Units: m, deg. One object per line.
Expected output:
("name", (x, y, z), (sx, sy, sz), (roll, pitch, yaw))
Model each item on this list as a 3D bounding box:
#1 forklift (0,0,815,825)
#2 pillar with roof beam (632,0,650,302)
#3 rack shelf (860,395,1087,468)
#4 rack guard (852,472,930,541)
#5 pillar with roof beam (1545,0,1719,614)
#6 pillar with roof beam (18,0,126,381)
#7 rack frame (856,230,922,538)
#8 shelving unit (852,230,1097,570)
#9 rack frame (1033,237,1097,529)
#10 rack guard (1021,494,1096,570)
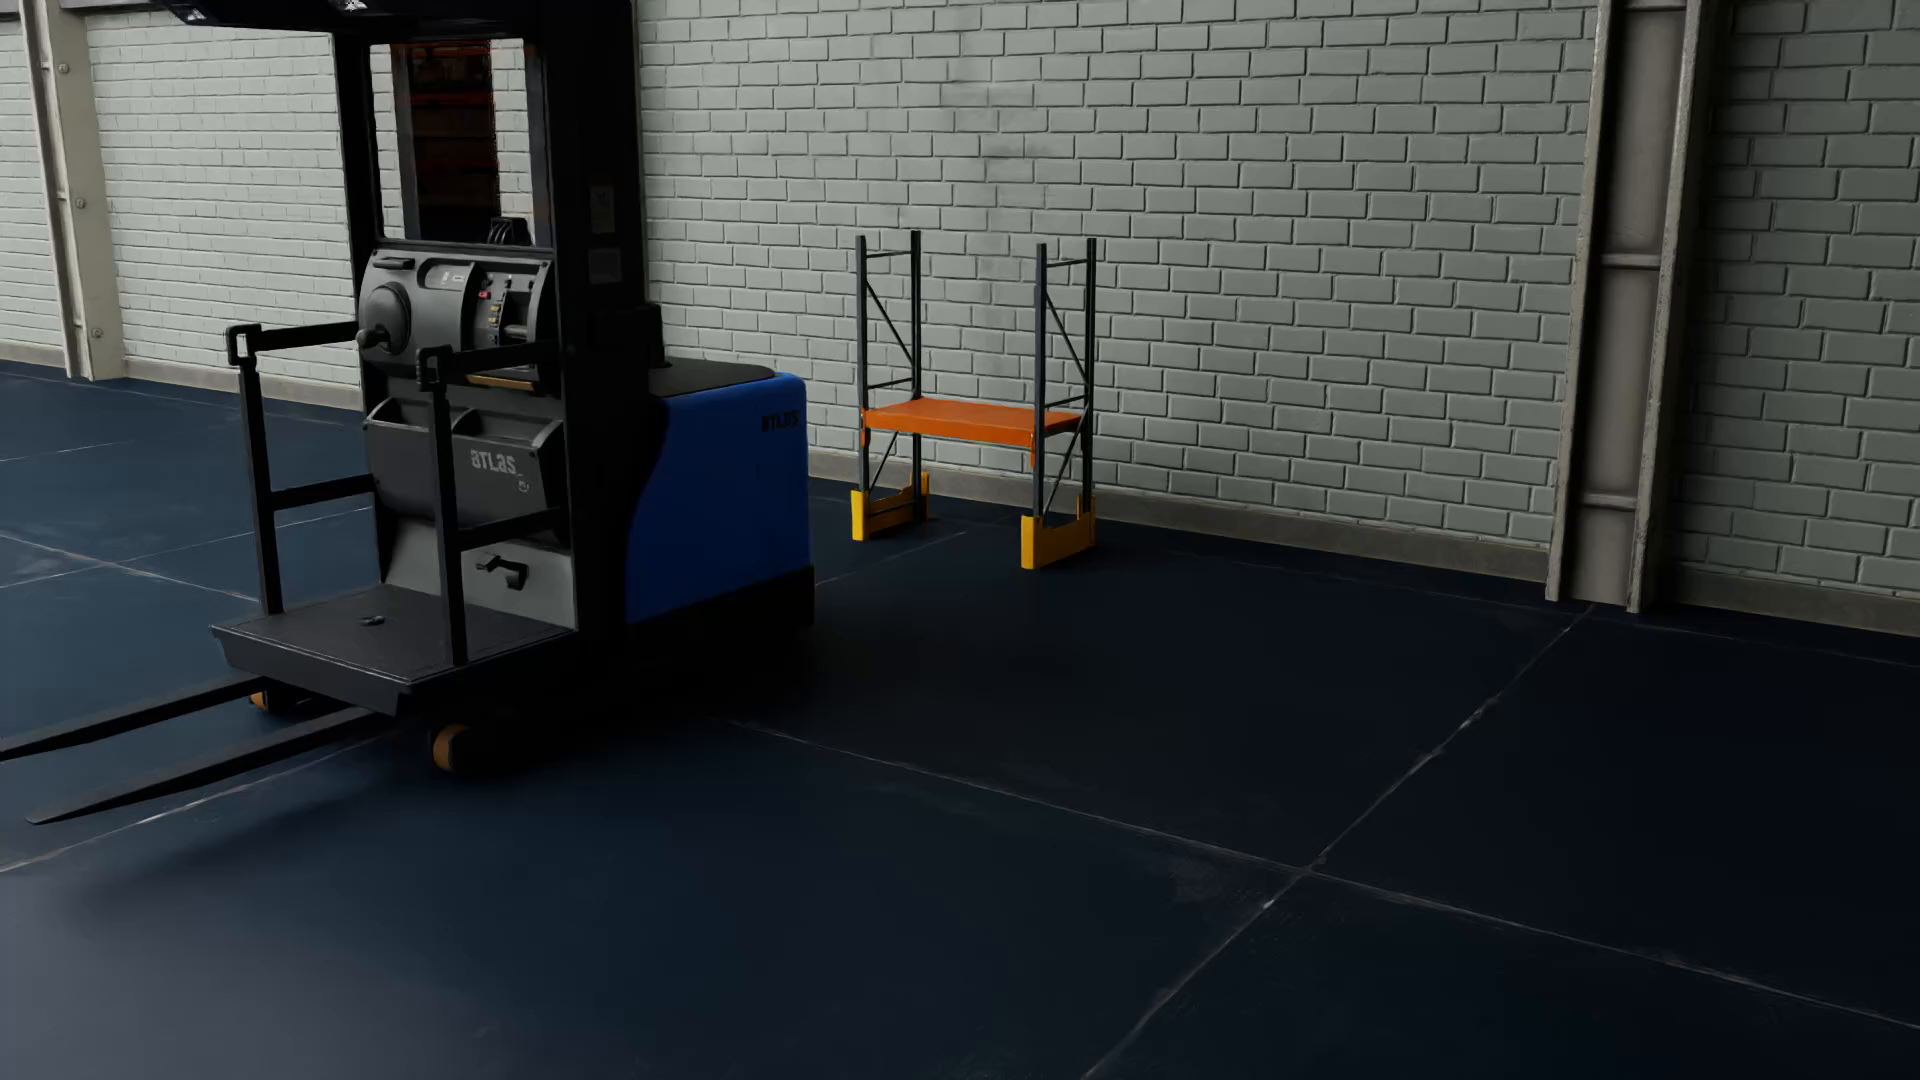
("forklift", (-1.839, -0.803, 5.469), (1.130, 2.935, 3.031), (10, 17, 34))
("pillar with roof beam", (-4.573, -4.058, 5.990), (0.400, 9.000, 9.100), (9, 17, 33))
("rack shelf", (0.071, -0.542, 8.140), (1.000, 0.185, 0.538), (9, 17, 33))
("rack guard", (-0.350, -0.178, 8.522), (0.087, 0.250, 0.587), (9, 17, 33))
("pillar with roof beam", (0.406, -3.254, 2.740), (0.400, 9.000, 9.100), (9, 17, 33))
("pillar with roof beam", (-9.552, -4.863, 9.241), (0.400, 9.000, 9.100), (9, 17, 33))
("rack frame", (-0.351, -0.785, 8.372), (0.032, 1.500, 0.500), (9, 17, 33))
("shelving unit", (0.063, -0.718, 8.102), (1.083, 1.500, 0.587), (9, 17, 33))
("rack frame", (0.493, -0.648, 7.821), (0.032, 1.500, 0.500), (9, 17, 33))
("rack guard", (0.476, -0.044, 7.982), (0.087, 0.250, 0.587), (9, 17, 33))
